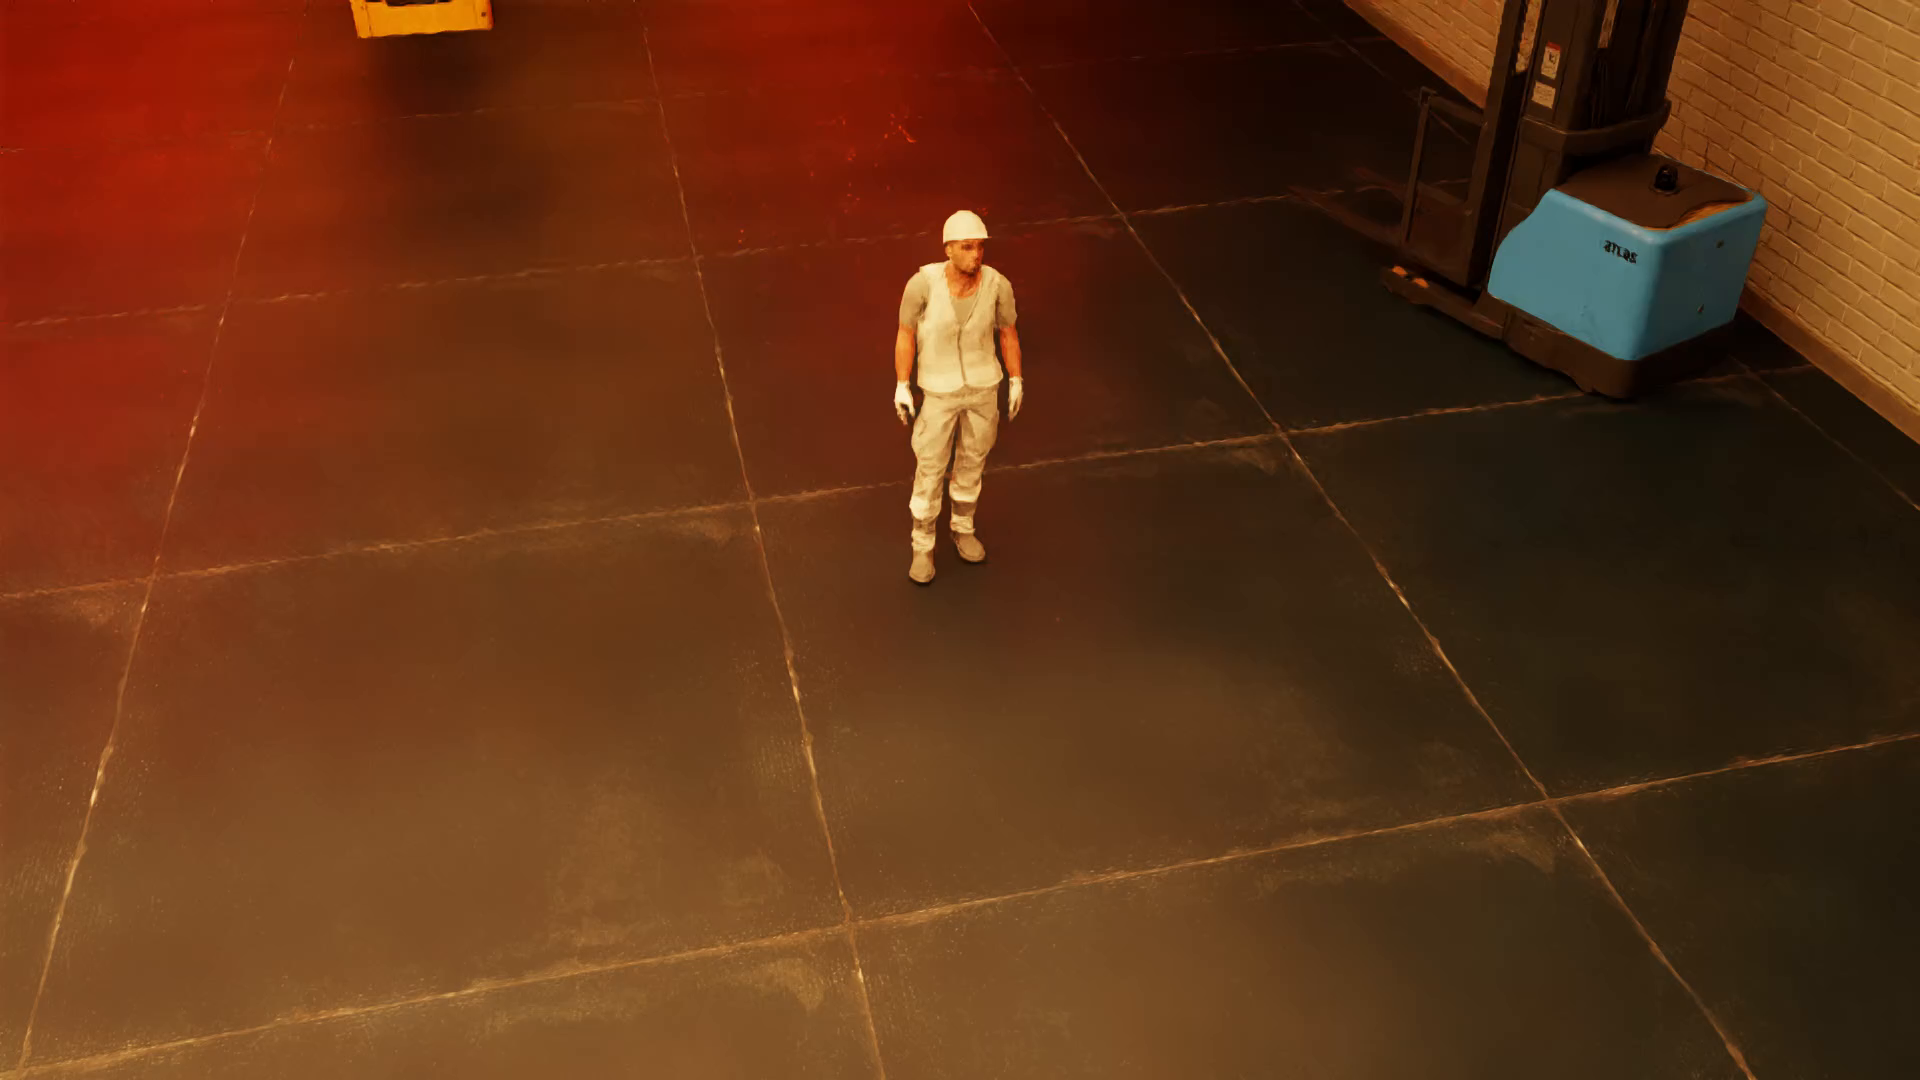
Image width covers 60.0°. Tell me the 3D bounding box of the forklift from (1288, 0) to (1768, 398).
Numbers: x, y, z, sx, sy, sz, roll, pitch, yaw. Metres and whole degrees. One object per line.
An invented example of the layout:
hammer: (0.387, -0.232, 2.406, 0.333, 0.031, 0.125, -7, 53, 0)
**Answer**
forklift: (3.387, -2.833, 9.987, 1.130, 2.935, 3.031, -21, 41, -26)

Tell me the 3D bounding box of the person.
person: (0.007, -0.684, 7.967, 0.637, 1.787, 0.563, -8, 36, -11)
